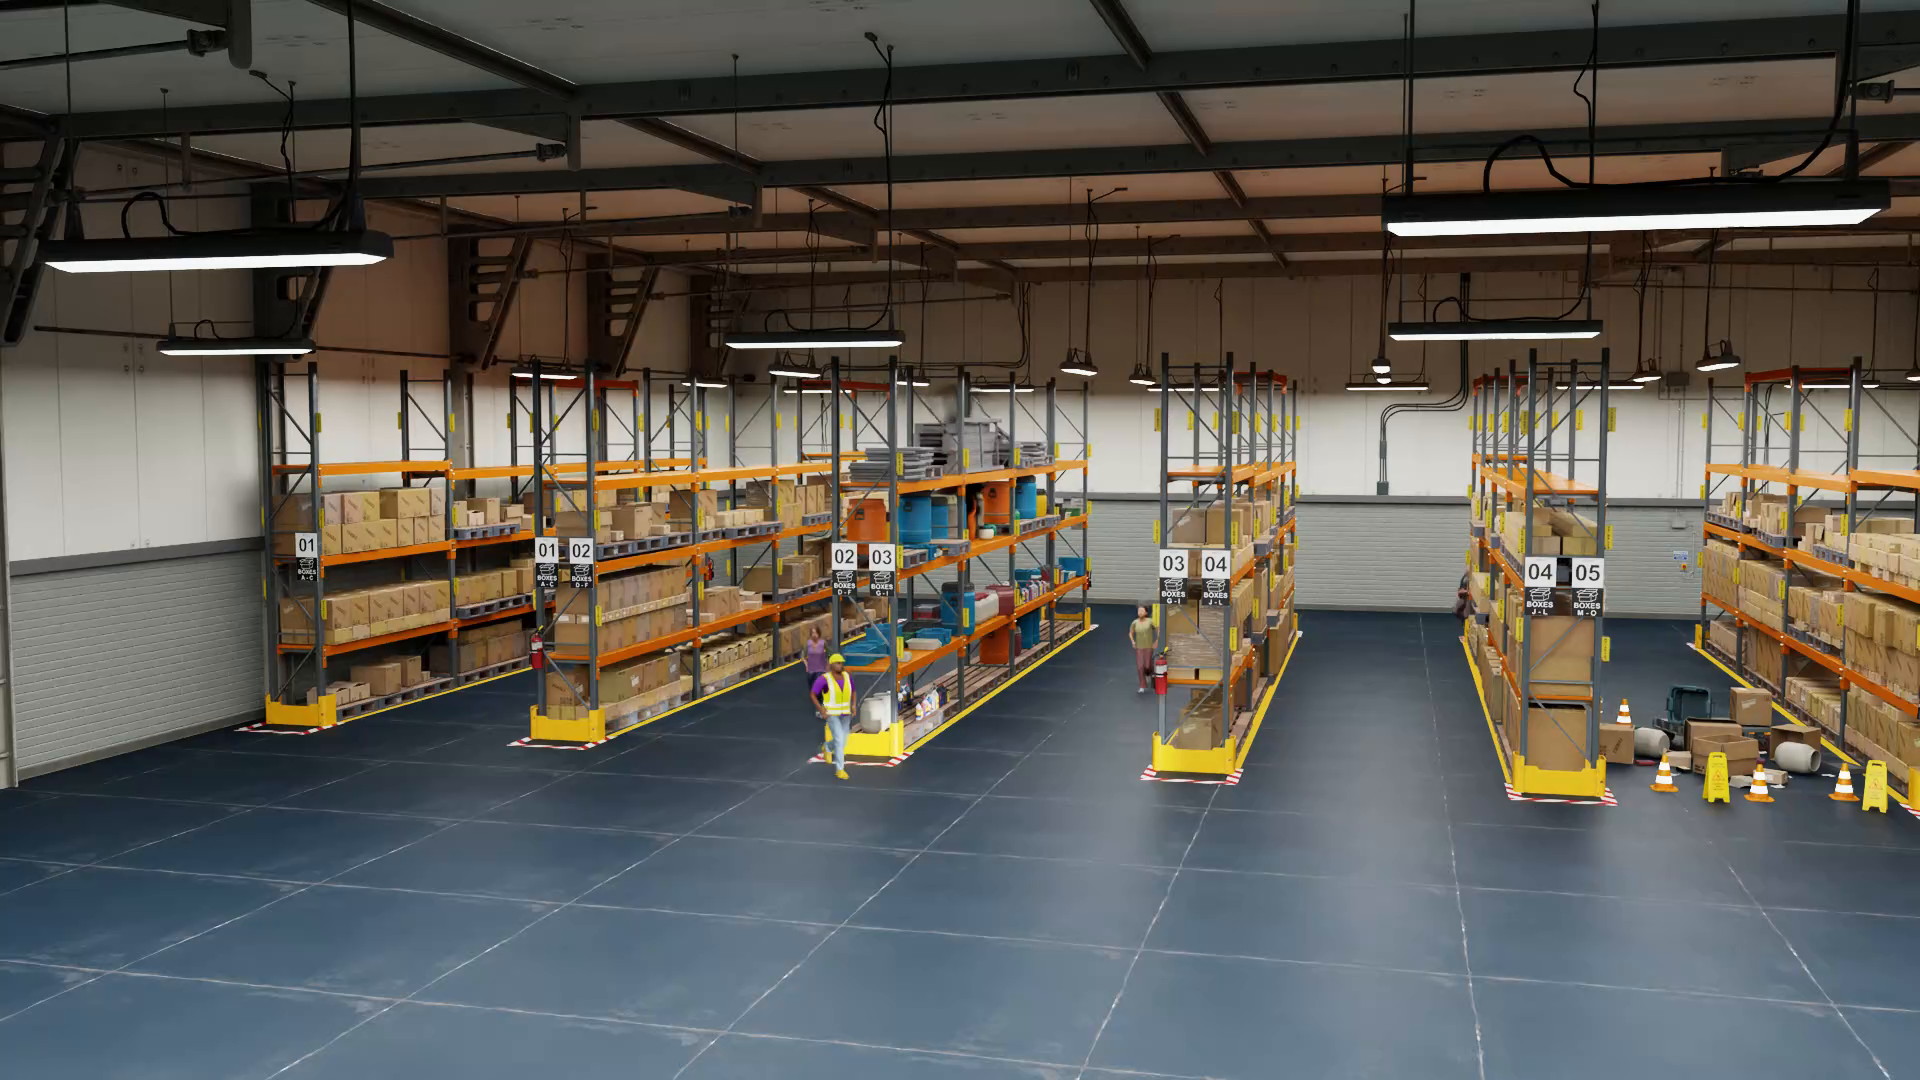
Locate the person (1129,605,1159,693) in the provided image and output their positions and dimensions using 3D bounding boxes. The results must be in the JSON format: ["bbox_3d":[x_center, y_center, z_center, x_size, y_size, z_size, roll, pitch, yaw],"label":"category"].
[{"bbox_3d":[3.432,2.018,30.934,0.593,1.633,0.619,1,4,20],"label":"person"}]

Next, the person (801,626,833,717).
[{"bbox_3d":[-2.437,2.283,28.096,0.533,1.468,0.576,1,4,9],"label":"person"}]

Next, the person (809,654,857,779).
[{"bbox_3d":[-1.792,2.483,23.700,0.723,1.756,0.777,-3,5,-37],"label":"person"}]

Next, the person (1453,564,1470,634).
[{"bbox_3d":[11.976,1.400,39.304,0.572,1.669,0.651,-3,5,-33],"label":"person"}]
